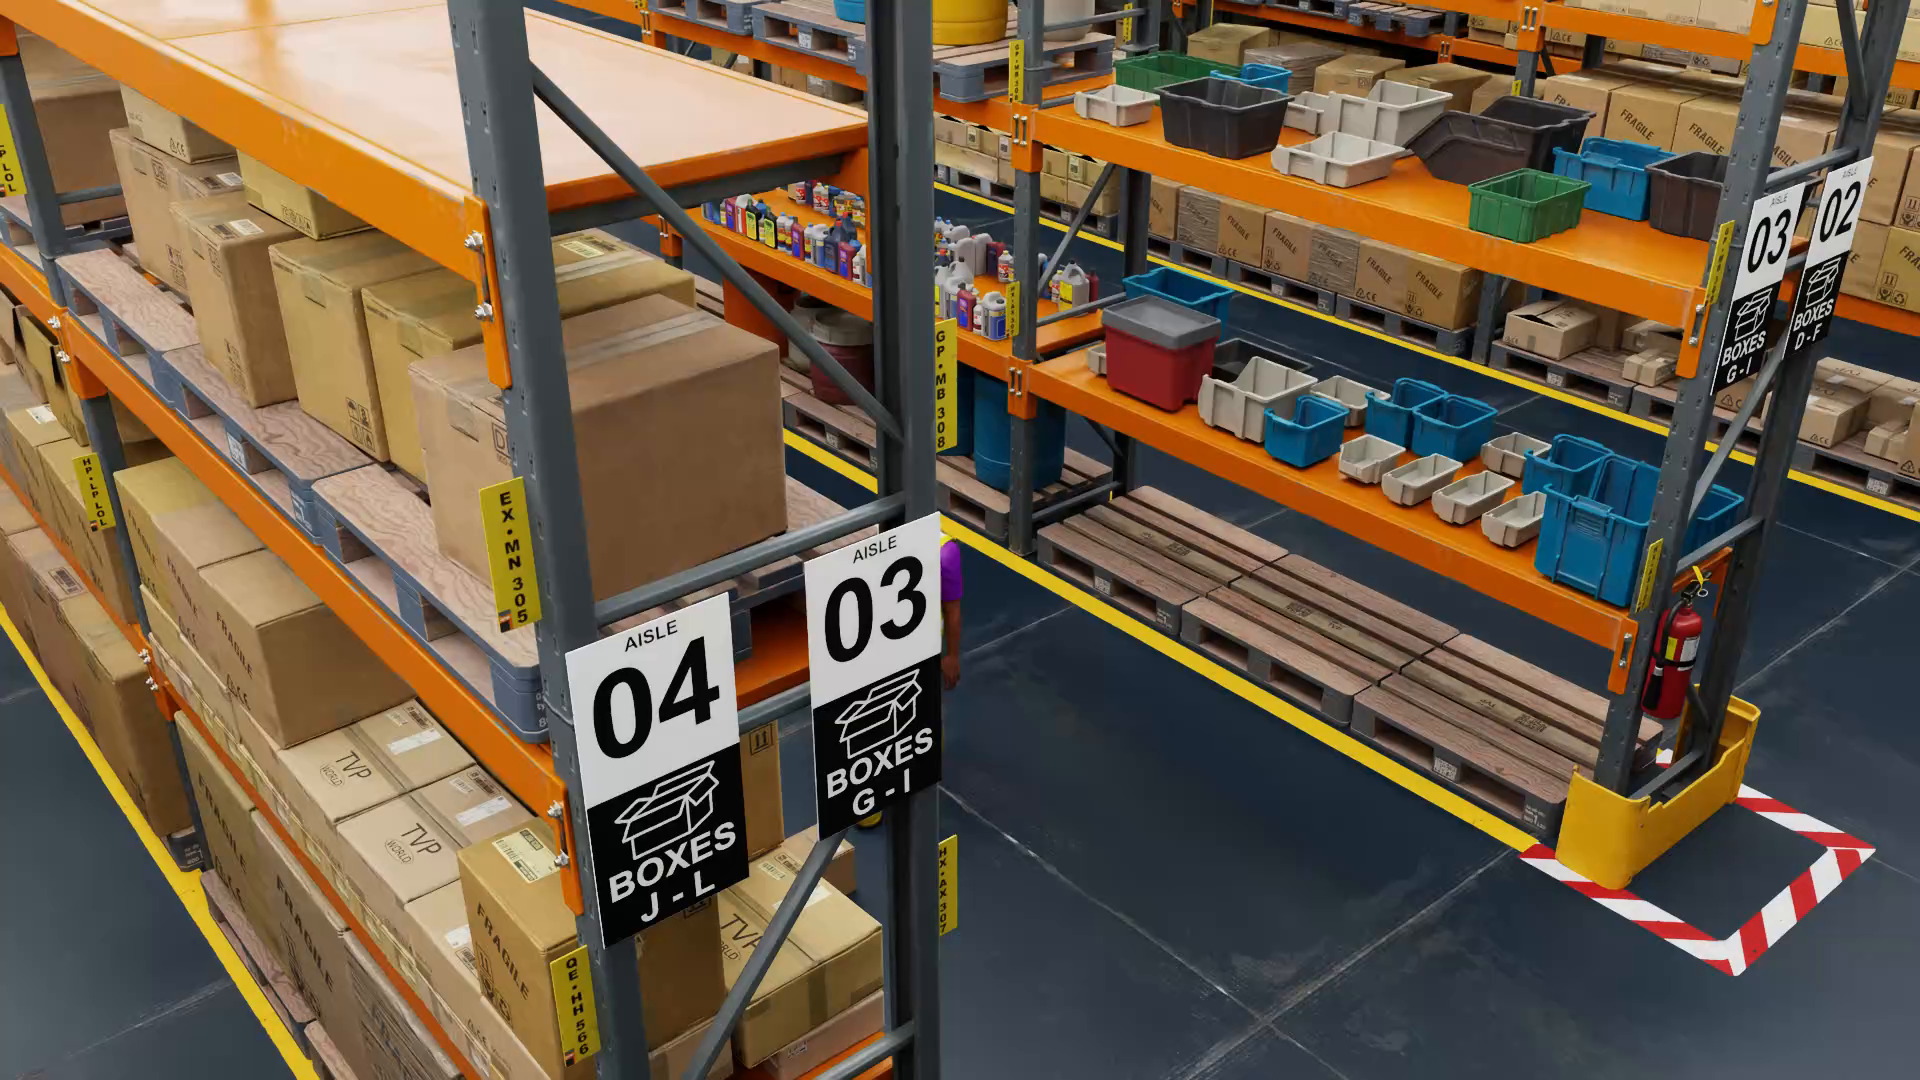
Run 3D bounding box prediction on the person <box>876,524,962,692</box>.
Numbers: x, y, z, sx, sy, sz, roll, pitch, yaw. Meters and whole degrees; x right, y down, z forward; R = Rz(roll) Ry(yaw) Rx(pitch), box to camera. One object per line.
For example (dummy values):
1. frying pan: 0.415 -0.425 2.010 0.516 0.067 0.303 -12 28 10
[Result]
1. person: -0.306 0.499 7.731 0.604 1.688 0.468 8 29 14
